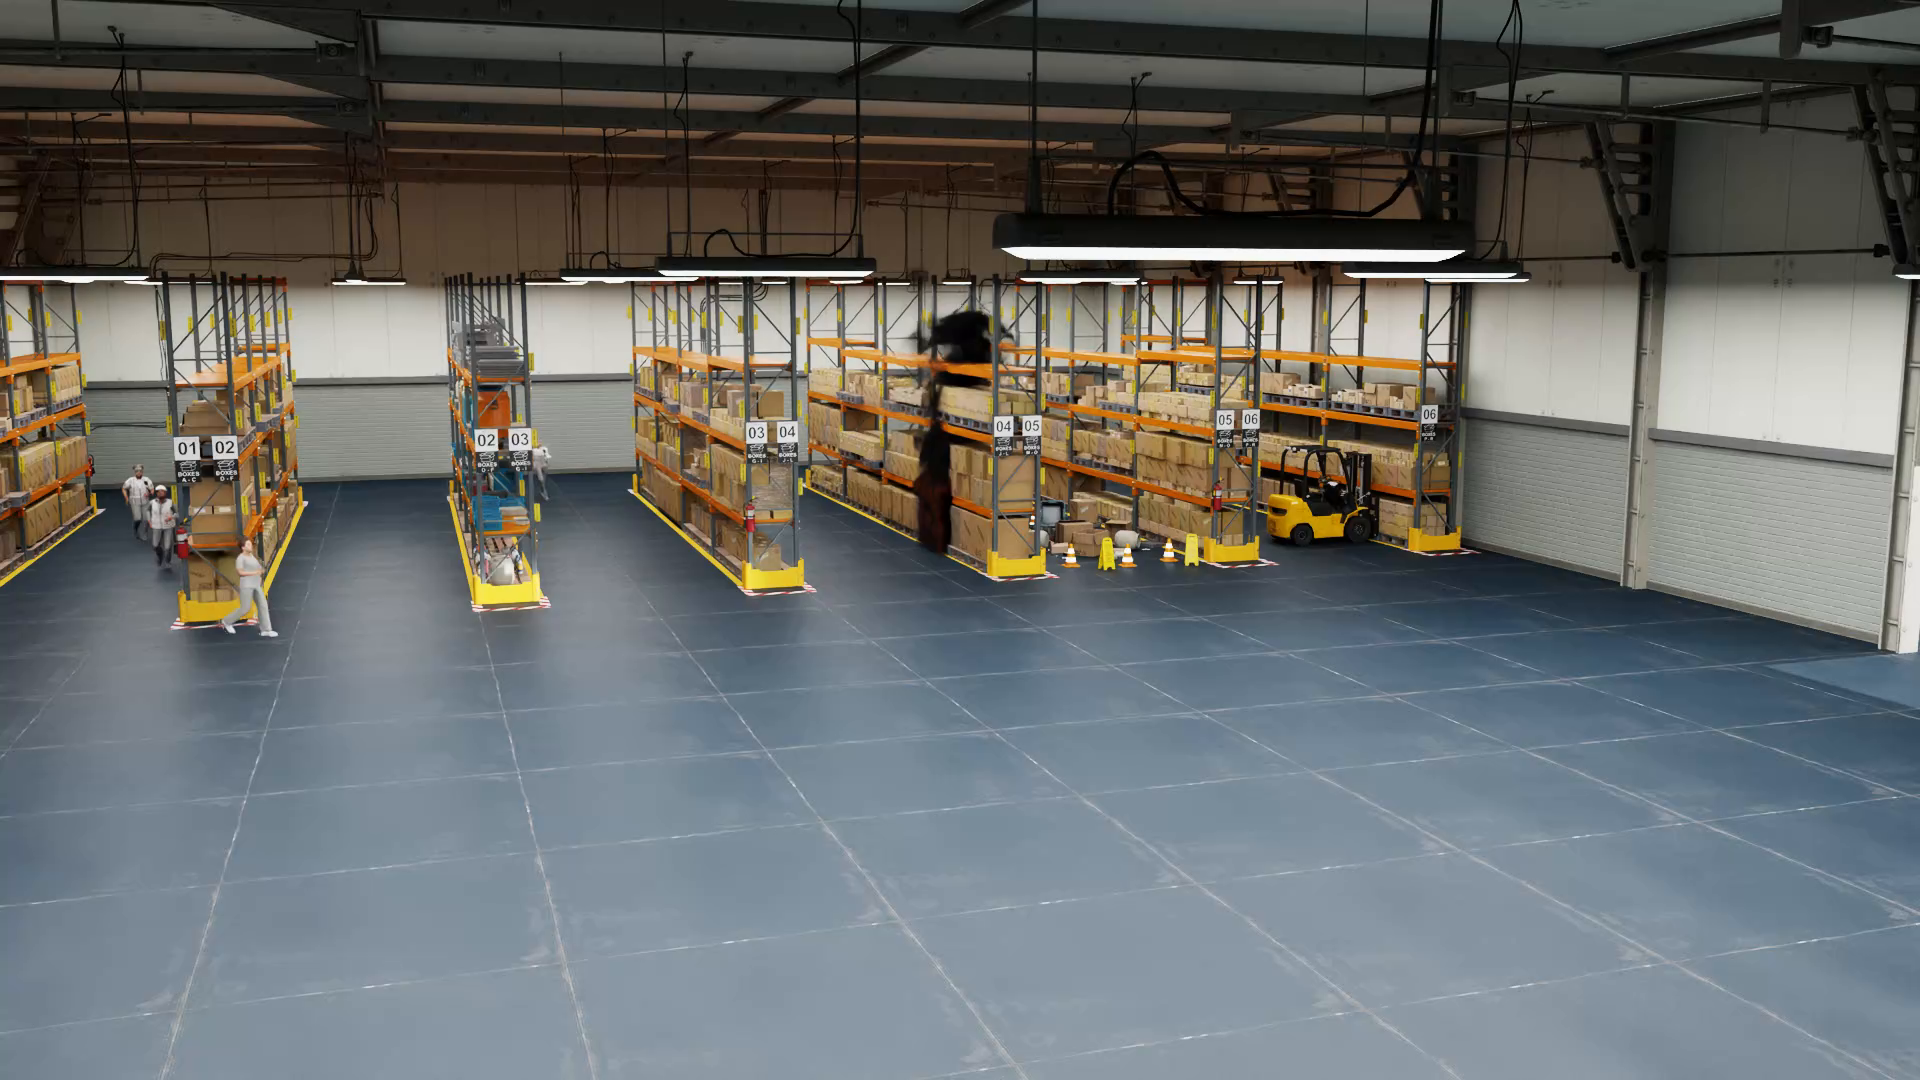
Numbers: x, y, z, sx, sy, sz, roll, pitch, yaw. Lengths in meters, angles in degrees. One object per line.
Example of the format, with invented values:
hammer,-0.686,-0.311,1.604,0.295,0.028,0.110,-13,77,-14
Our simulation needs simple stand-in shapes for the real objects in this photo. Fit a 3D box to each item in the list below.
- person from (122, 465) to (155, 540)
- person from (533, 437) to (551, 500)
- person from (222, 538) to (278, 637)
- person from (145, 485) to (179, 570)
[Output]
person,-18.654,-0.841,37.845,0.651,1.735,0.602,-6,10,-34
person,-11.476,-1.949,45.425,0.613,1.754,0.731,-6,11,-35
person,-11.683,0.775,27.369,0.902,1.646,0.578,2,9,10
person,-16.281,-0.252,33.966,0.703,1.743,0.542,-2,9,-15
